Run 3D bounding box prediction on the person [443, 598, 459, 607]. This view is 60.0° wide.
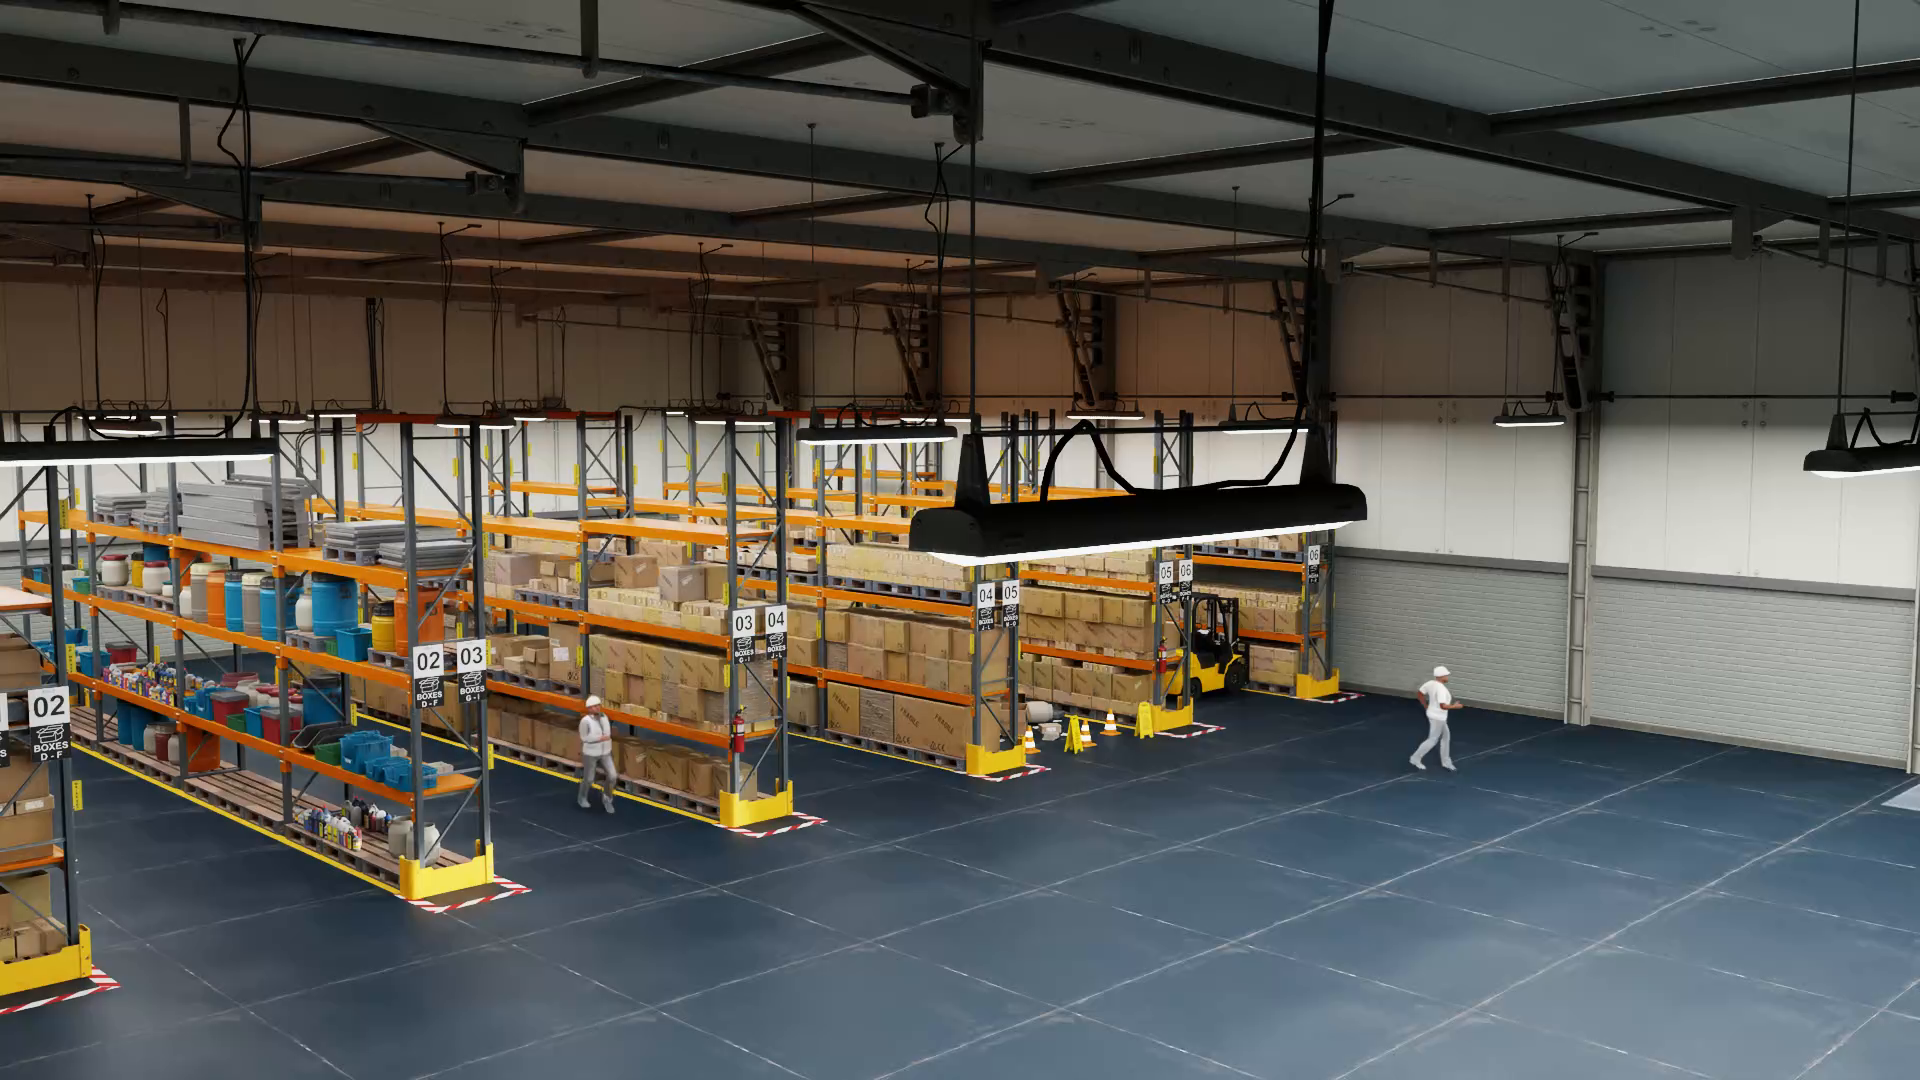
[{"bbox_3d":[-11.909,2.104,38.849,0.772,1.790,0.729,0,5,1],"label":"person"}]

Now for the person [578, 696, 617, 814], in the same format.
[{"bbox_3d":[-5.494,3.262,25.217,0.617,1.822,0.802,-4,6,-40],"label":"person"}]

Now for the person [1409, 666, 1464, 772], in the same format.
[{"bbox_3d":[7.999,3.023,27.962,0.874,1.803,0.644,0,5,3],"label":"person"}]
